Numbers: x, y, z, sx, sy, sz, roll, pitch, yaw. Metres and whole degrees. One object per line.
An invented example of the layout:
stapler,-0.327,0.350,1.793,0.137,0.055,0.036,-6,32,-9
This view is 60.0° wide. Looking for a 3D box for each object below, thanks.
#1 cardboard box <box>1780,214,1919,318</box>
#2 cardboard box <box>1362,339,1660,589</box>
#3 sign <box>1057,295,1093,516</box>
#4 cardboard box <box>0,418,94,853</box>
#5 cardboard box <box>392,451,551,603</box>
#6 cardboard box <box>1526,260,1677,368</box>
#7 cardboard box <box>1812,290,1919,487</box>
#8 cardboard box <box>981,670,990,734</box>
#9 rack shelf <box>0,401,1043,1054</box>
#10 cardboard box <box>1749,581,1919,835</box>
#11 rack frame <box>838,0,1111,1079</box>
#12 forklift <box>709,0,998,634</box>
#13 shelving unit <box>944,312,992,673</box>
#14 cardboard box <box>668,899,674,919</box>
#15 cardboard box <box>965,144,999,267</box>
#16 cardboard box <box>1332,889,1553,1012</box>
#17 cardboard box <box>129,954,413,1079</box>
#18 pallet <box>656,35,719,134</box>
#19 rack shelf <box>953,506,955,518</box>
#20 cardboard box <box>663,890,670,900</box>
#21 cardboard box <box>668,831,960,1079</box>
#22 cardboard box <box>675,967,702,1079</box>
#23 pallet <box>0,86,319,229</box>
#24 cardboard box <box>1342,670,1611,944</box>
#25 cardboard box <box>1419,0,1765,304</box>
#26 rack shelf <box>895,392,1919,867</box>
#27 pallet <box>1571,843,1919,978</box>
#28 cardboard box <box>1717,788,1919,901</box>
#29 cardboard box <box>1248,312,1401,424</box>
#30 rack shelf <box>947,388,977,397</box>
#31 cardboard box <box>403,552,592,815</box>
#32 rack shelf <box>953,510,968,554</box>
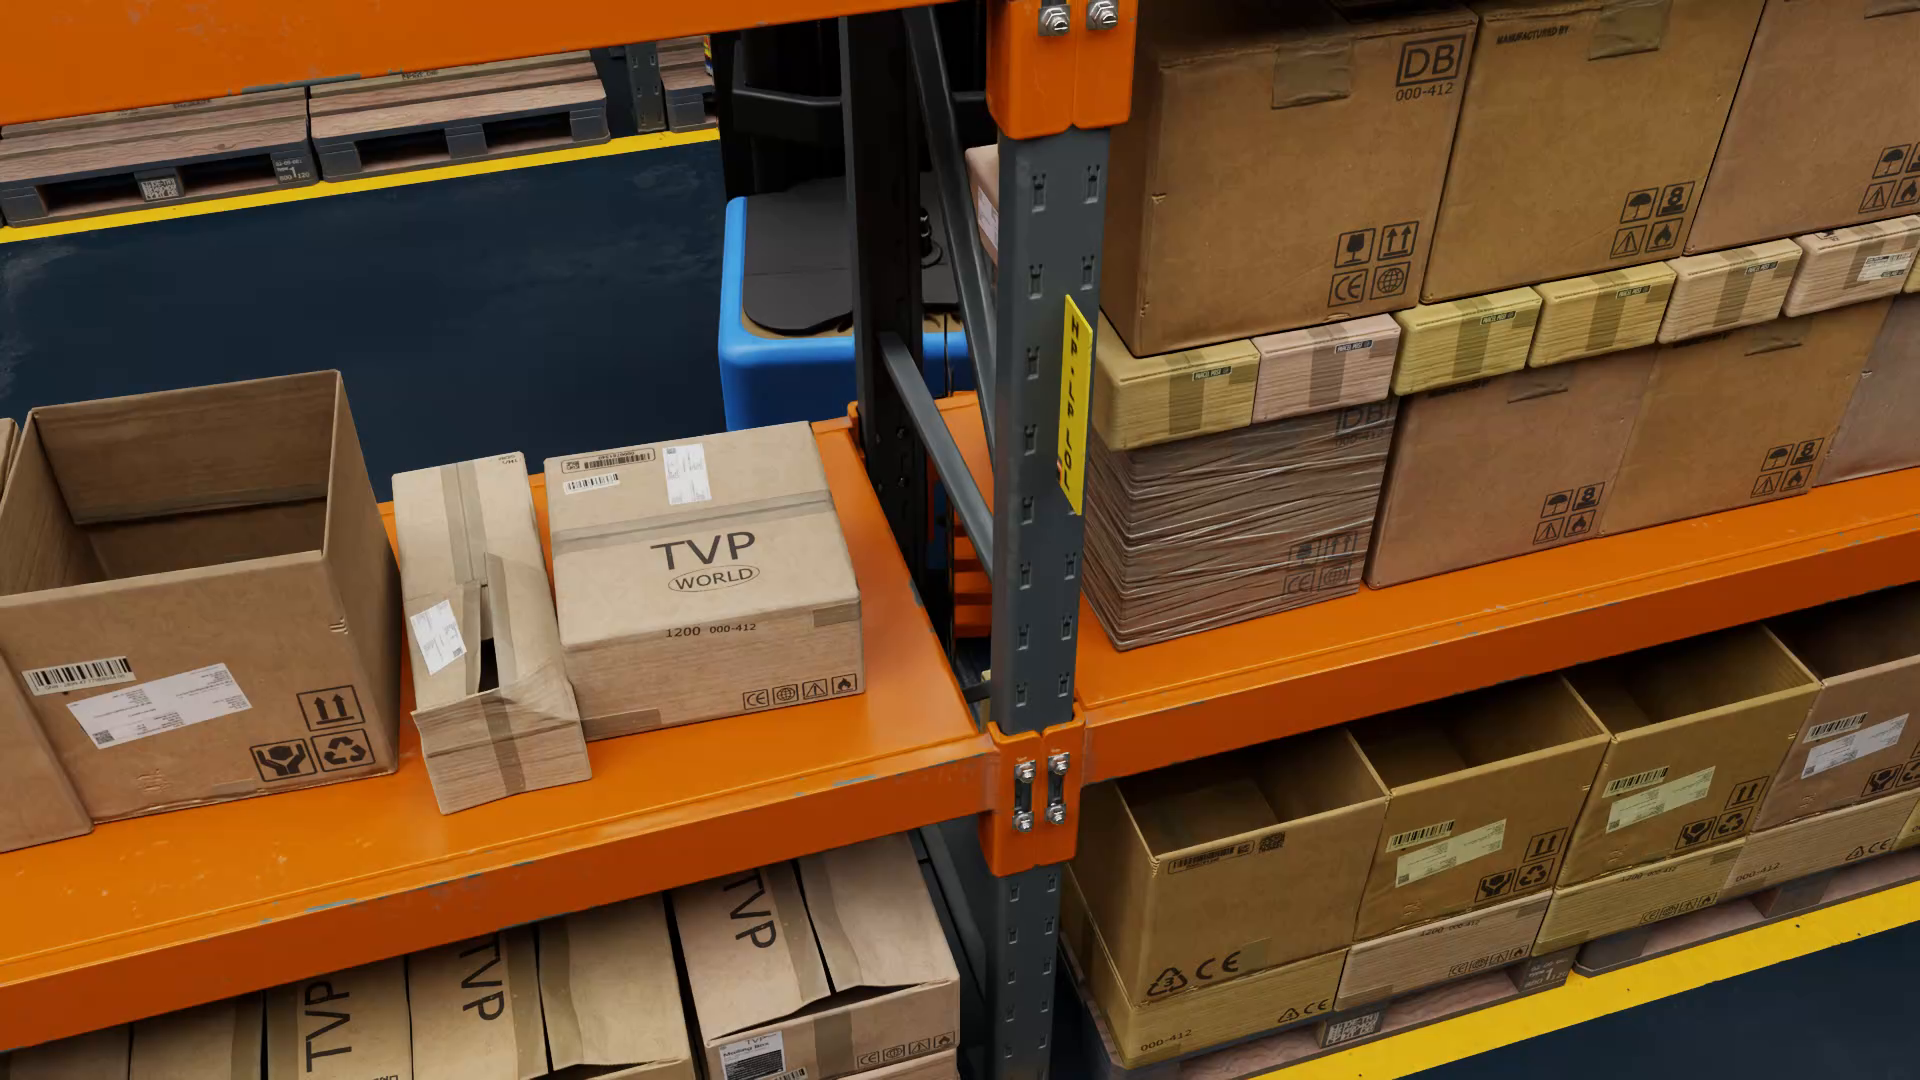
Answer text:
cardboard box,1.531,-0.591,3.078,0.250,0.149,0.380,-13,43,-14
cardboard box,0.911,-0.358,3.304,0.500,0.500,0.700,-12,43,-14
sign,0.160,-0.188,2.365,0.005,0.325,0.100,-12,42,-13
cardboard box,-1.729,0.187,2.681,0.500,0.500,0.500,-12,42,-13
cardboard box,-0.918,0.021,3.137,0.250,0.149,0.380,-12,42,-13
cardboard box,1.037,-0.488,2.960,0.250,0.149,0.380,-12,43,-13
cardboard box,1.879,-0.557,3.531,0.500,0.500,0.700,-11,42,-12
cardboard box,0.365,0.528,4.136,0.500,0.250,0.500,-12,42,-13
rack shelf,-1.919,0.546,2.892,4.000,0.370,1.077,-12,42,-13
cardboard box,1.955,0.282,3.849,0.500,0.500,0.500,-12,42,-13
rack frame,-0.012,-0.120,3.108,0.127,3.000,1.000,-12,42,-13
forklift,-0.215,-1.768,5.046,1.130,2.935,3.031,-3,41,-3
shelving unit,0.064,-0.032,4.374,0.189,1.200,0.258,-3,42,-3
cardboard box,-0.471,0.681,3.961,0.500,0.250,0.500,-13,43,-14
cardboard box,0.183,-0.591,3.077,0.250,0.149,0.380,-12,42,-13
cardboard box,1.000,0.760,3.871,0.500,0.250,0.500,-12,42,-13
cardboard box,-1.283,1.010,3.159,0.500,0.311,0.500,-12,43,-13
pallet,-0.843,-2.286,7.706,1.213,0.211,1.003,-12,42,-13
rack shelf,0.064,-0.179,4.244,0.180,0.103,0.258,-3,42,-3
cardboard box,-0.481,0.471,3.775,0.500,0.311,0.500,-12,42,-13
cardboard box,-0.312,0.806,3.392,0.500,0.311,0.500,-12,42,-13
cardboard box,-0.803,1.120,3.459,0.500,0.250,0.500,-12,43,-14
pallet,-3.399,-1.756,7.100,1.213,0.211,1.003,-12,42,-13
cardboard box,0.999,0.476,3.626,0.500,0.500,0.500,-12,42,-13
cardboard box,0.891,-0.839,2.868,0.500,0.500,0.700,-12,43,-13
rack shelf,1.896,-0.245,3.797,4.000,0.370,1.077,-12,42,-13
pallet,1.925,0.555,4.454,1.213,0.211,1.003,-12,42,-13
cardboard box,1.954,0.562,4.098,0.500,0.250,0.500,-12,42,-13
cardboard box,0.542,-0.384,2.840,0.250,0.149,0.380,-11,42,-12
rack shelf,0.064,-0.269,4.164,0.180,0.103,0.258,-3,42,-3
cardboard box,-0.795,0.219,2.821,0.258,0.266,0.396,-13,43,-14
rack shelf,0.064,-0.089,4.324,0.180,0.103,0.258,-3,42,-3
